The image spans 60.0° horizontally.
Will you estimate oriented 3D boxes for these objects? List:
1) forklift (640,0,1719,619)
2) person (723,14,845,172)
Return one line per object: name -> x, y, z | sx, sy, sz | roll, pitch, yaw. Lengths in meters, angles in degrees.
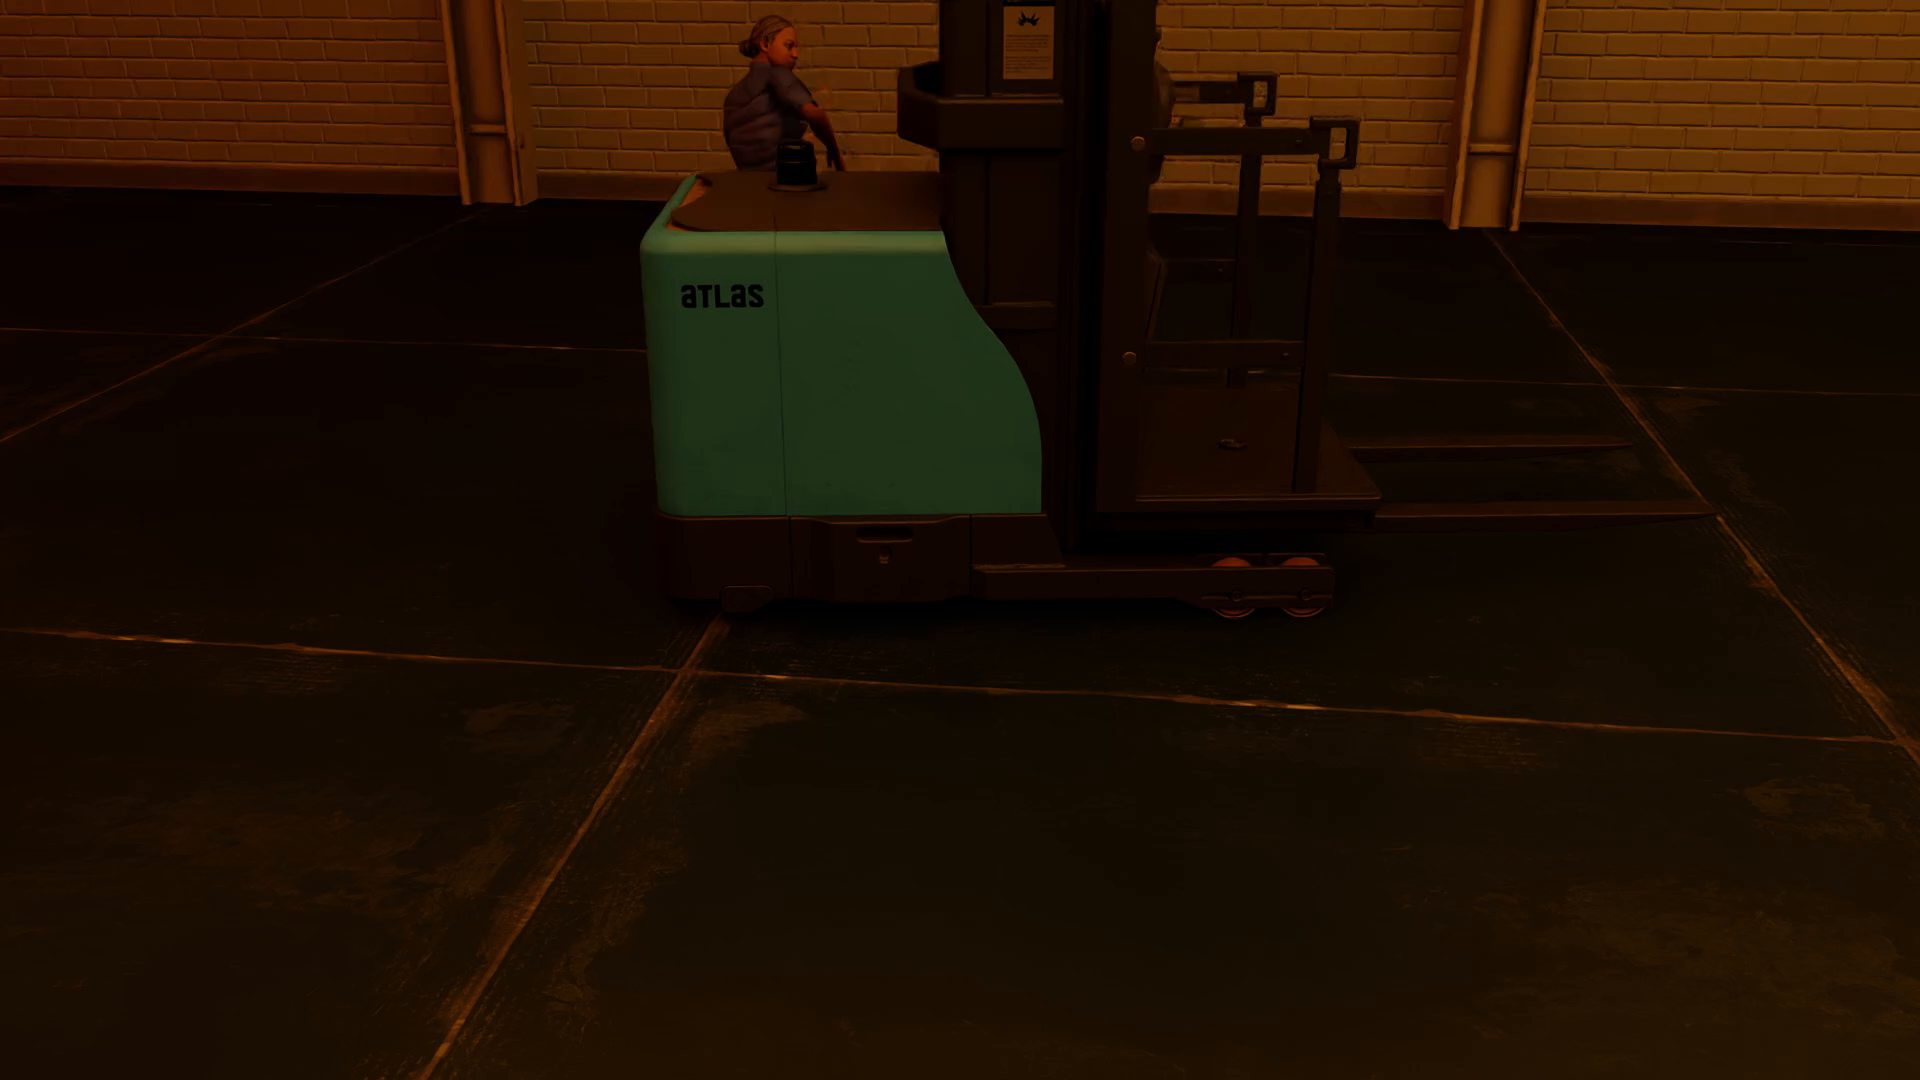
forklift -> 0.658, -1.339, 4.578 | 3.031, 2.935, 1.130 | -1, 22, -2
person -> -0.763, -1.449, 6.998 | 0.855, 1.432, 0.716 | 14, 26, 31
